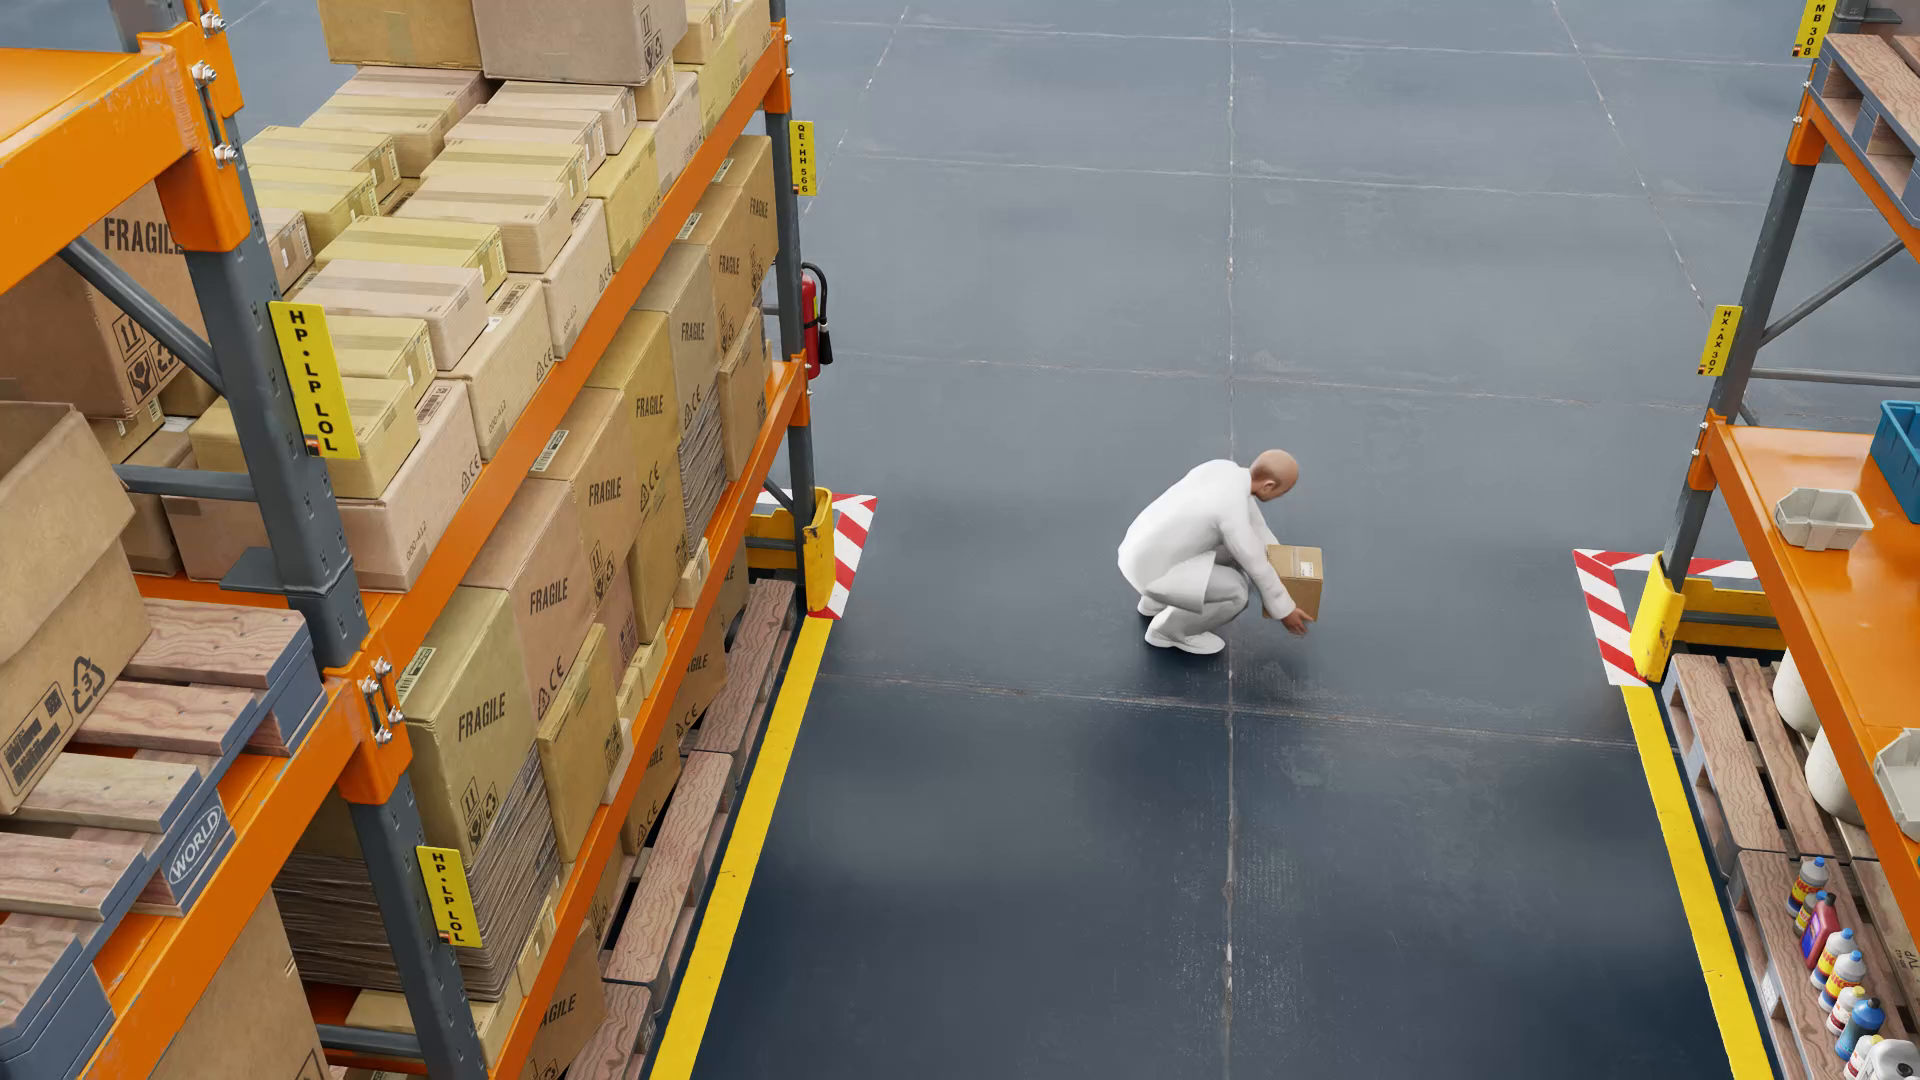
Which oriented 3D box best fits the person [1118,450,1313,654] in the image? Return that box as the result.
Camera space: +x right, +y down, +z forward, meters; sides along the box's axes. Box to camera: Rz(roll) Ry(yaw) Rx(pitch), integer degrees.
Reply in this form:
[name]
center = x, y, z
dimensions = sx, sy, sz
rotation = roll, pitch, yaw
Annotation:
[person]
center = 1.195, 0.032, 7.683
dimensions = 0.920, 1.002, 0.585
rotation = 4, 36, 5
